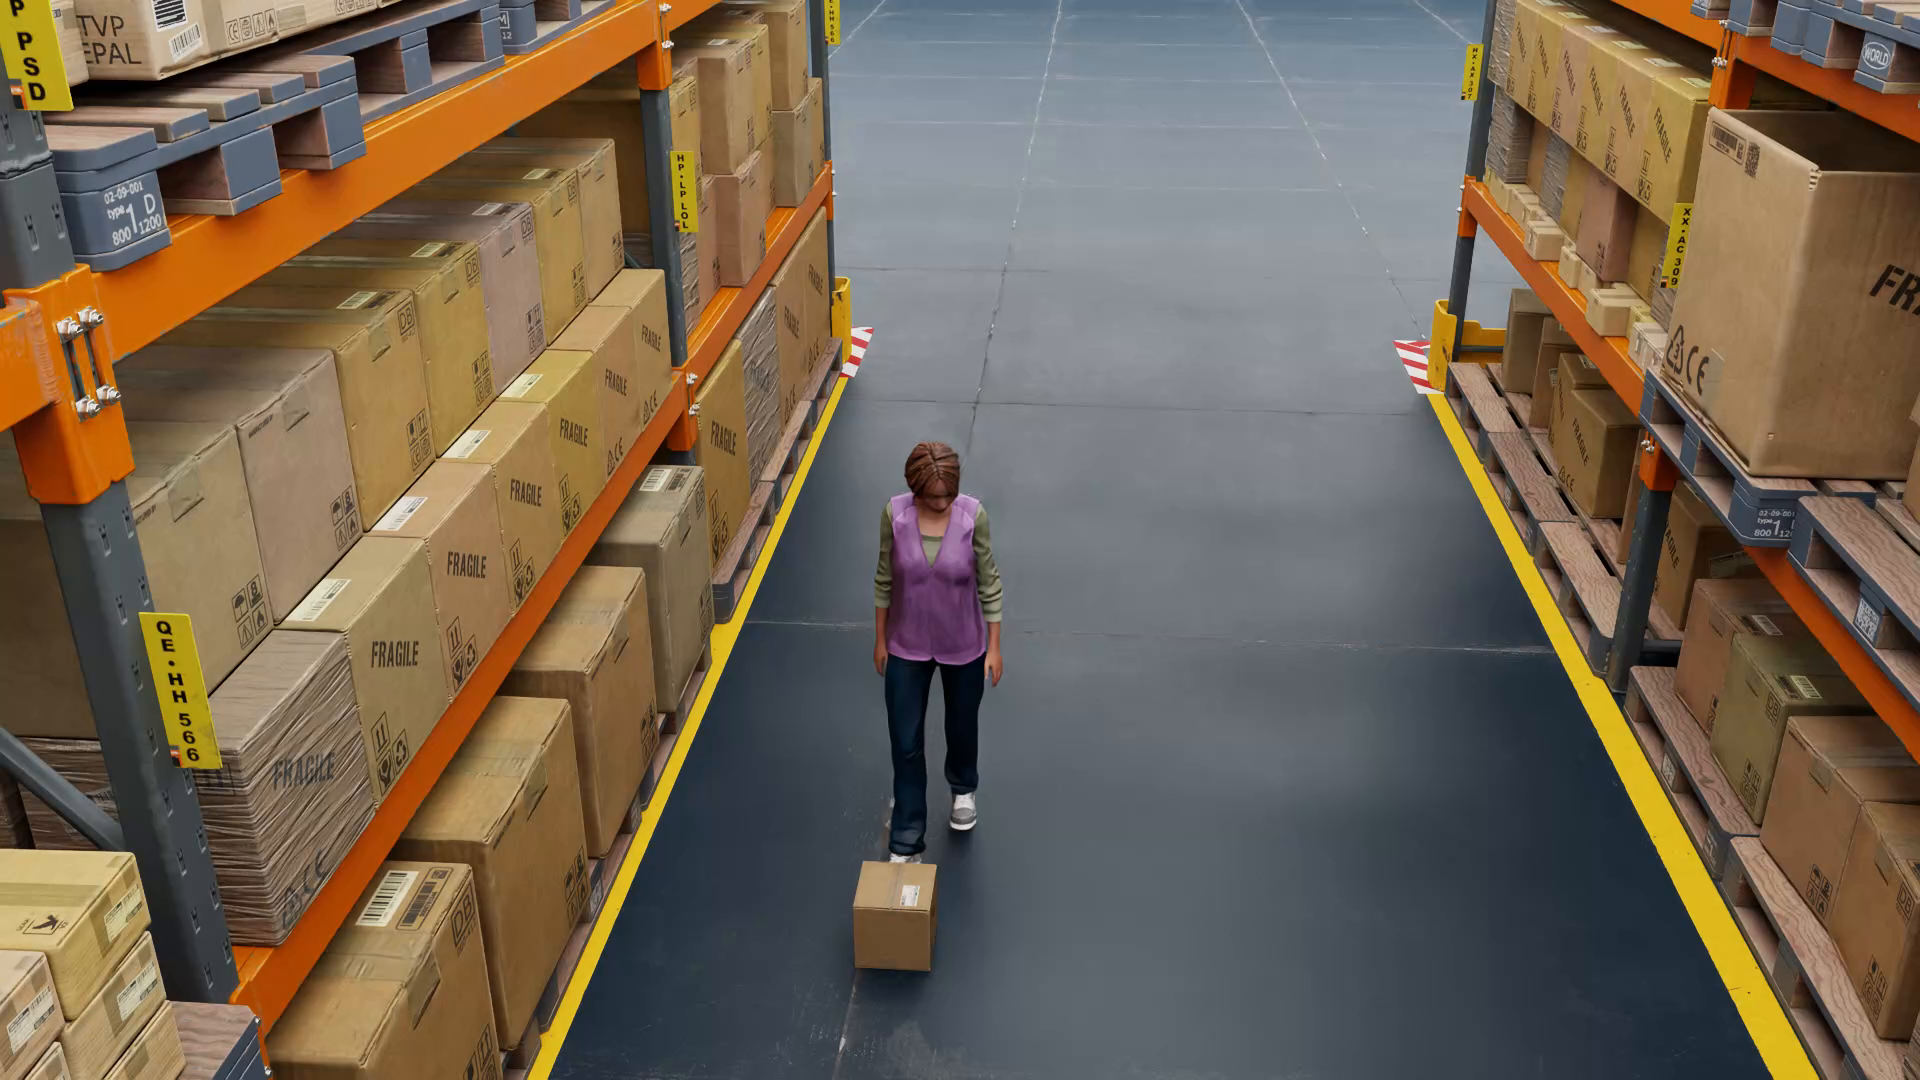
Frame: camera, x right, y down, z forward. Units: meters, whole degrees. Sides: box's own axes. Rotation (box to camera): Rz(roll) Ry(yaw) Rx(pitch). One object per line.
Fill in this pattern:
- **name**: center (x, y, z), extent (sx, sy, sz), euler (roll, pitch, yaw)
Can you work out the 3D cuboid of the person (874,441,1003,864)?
- **person**: center (-0.082, 0.405, 5.720), extent (0.458, 1.565, 0.701), euler (1, 25, 3)
